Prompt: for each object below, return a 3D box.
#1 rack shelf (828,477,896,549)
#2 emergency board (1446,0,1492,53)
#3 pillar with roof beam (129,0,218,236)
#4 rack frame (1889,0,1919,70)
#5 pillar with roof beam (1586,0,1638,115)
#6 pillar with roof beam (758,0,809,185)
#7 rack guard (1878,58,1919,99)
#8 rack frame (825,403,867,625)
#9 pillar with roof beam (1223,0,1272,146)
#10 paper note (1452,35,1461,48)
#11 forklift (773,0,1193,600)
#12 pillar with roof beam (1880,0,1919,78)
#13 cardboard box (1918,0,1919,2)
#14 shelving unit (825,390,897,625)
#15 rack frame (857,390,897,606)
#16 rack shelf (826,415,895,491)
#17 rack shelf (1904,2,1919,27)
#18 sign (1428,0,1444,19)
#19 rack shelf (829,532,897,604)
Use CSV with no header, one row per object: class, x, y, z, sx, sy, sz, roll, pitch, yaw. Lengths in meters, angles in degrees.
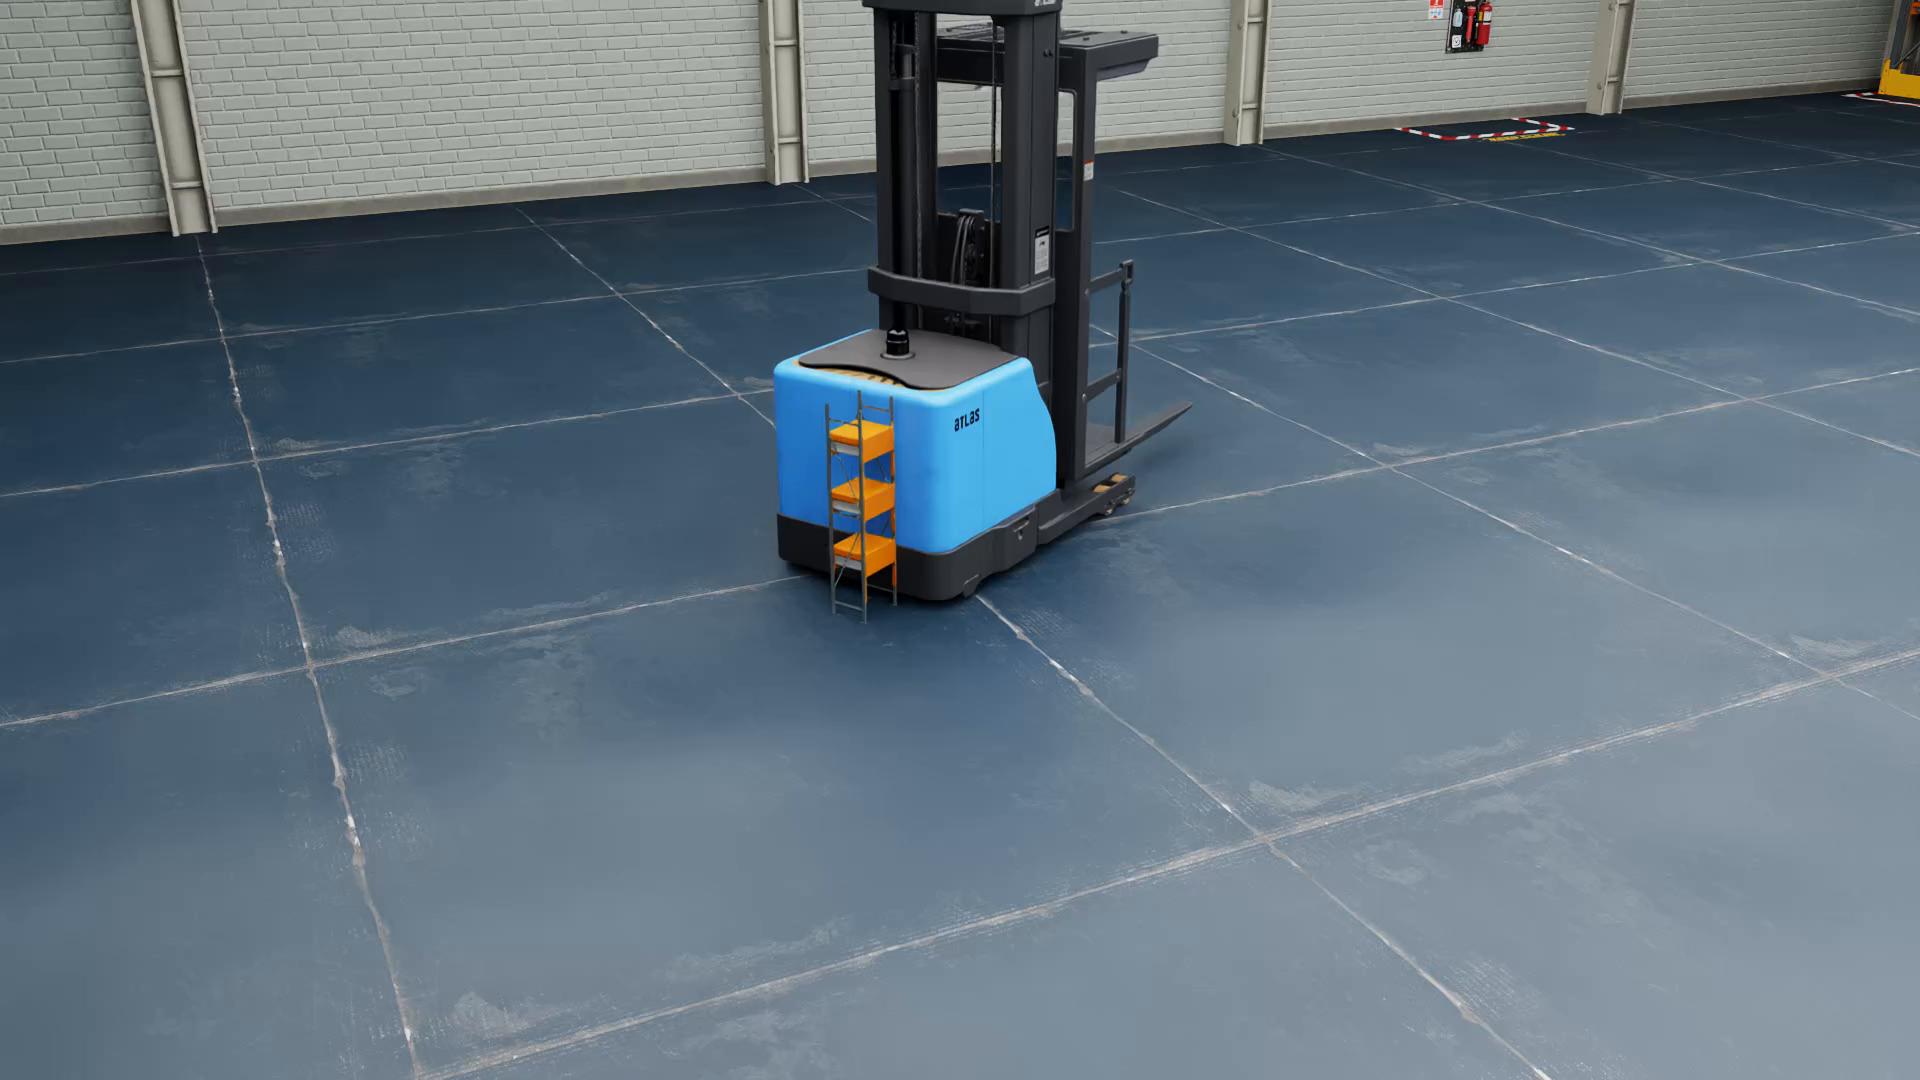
rack shelf,-0.456,-0.139,7.741,0.215,0.259,0.240,14,26,31
emergency board,6.675,-6.920,21.545,0.643,1.169,0.194,-10,25,-24
pillar with roof beam,-5.434,-5.619,10.559,0.400,9.000,9.100,-10,25,-24
rack frame,14.069,-7.898,23.907,0.127,3.000,1.000,-10,25,-24
pillar with roof beam,10.785,-8.605,17.772,0.400,9.000,9.100,-10,25,-24
pillar with roof beam,-0.028,-6.614,12.963,0.400,9.000,9.100,-10,25,-24
rack guard,14.137,-6.755,24.416,0.348,0.500,1.175,-10,25,-24
rack frame,-0.523,-0.110,7.643,0.200,1.050,0.008,14,26,31
pillar with roof beam,5.379,-7.610,15.368,0.400,9.000,9.100,-10,25,-24
paper note,6.485,-6.507,21.700,0.142,0.148,0.016,-10,25,-24
forklift,0.317,-1.578,8.730,1.130,2.935,3.031,14,26,31
pillar with roof beam,16.191,-9.600,20.176,0.400,9.000,9.100,-10,25,-24
cardboard box,14.406,-7.982,24.281,0.500,0.250,0.500,-10,25,-23
shelving unit,-0.456,-0.149,7.737,0.215,1.050,0.252,14,26,31
rack frame,-0.388,-0.188,7.831,0.200,1.050,0.008,14,26,31
rack shelf,-0.456,-0.401,7.632,0.215,0.259,0.240,14,26,31
rack shelf,15.871,-7.897,24.846,4.000,0.370,1.077,-10,25,-24
sign,6.132,-6.880,21.402,0.234,0.329,0.001,-10,25,-24
rack shelf,-0.456,0.118,7.847,0.215,0.259,0.240,14,26,31
